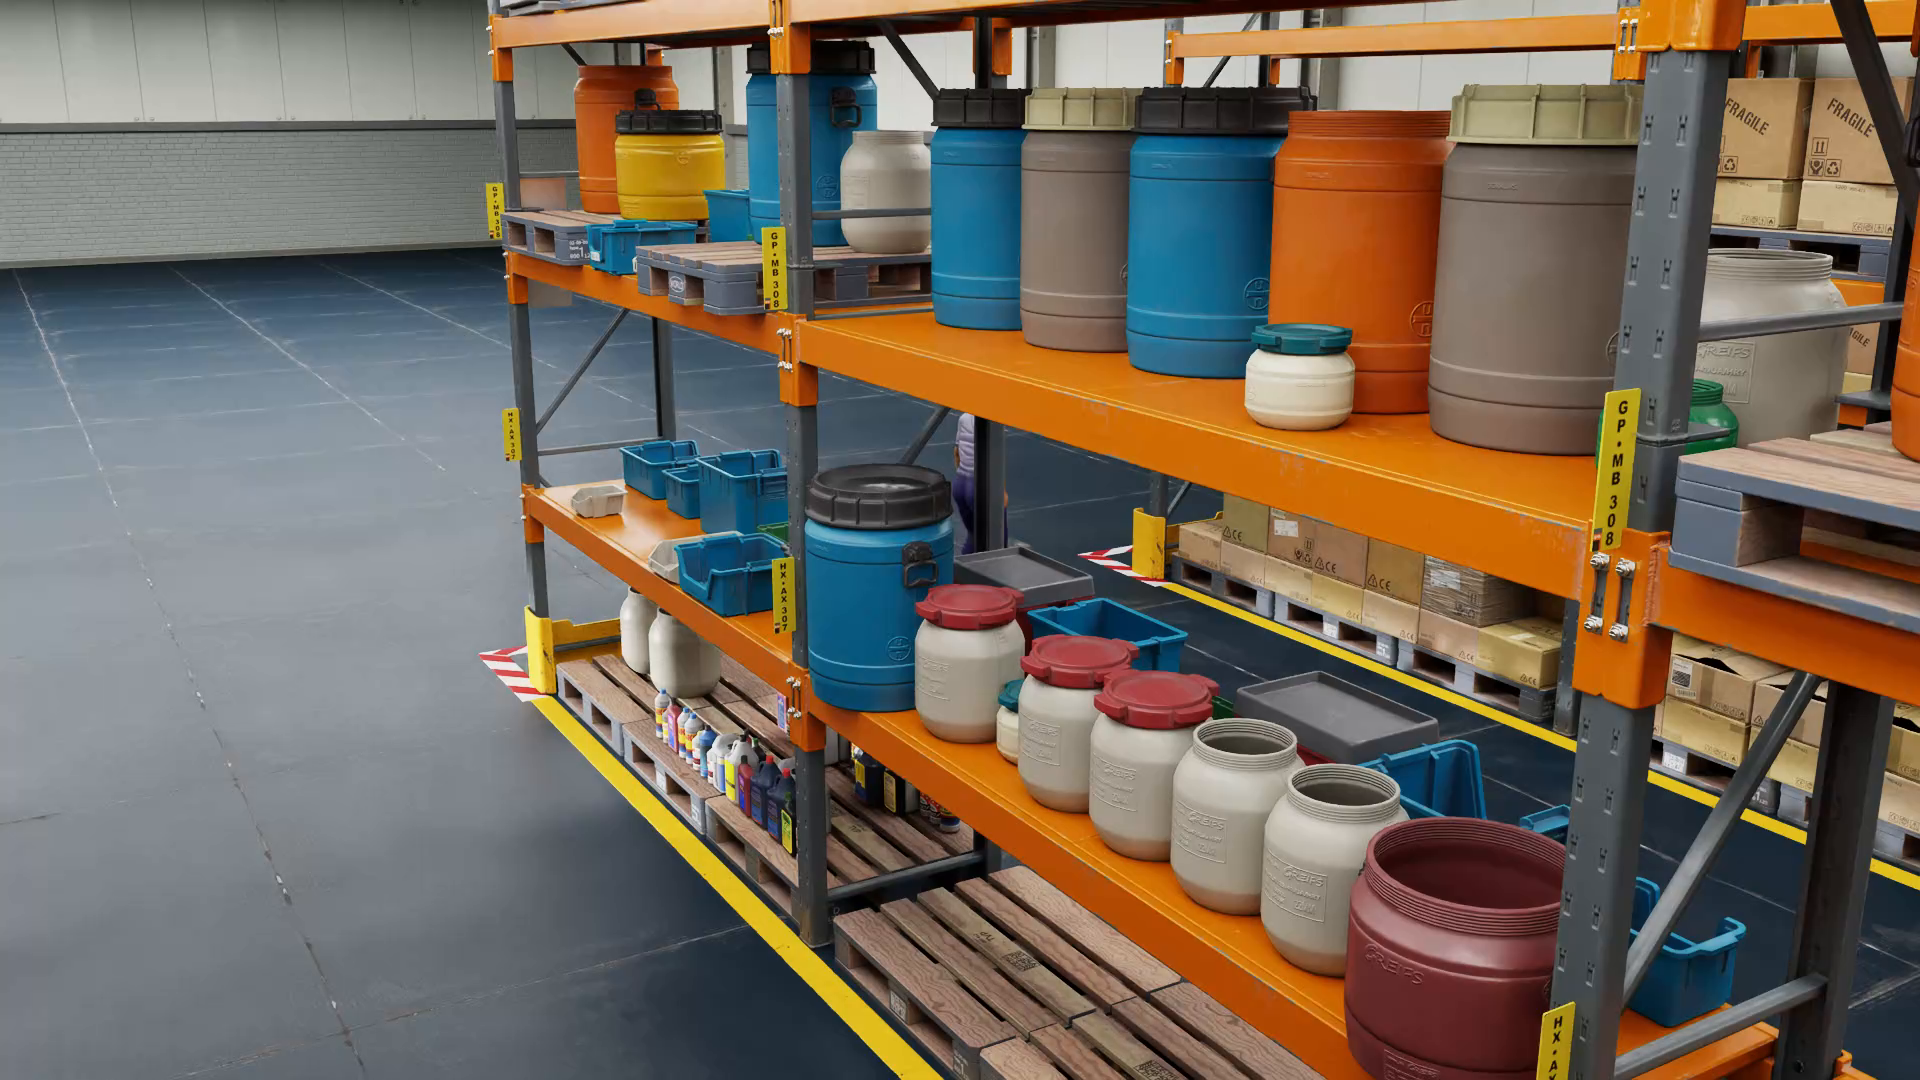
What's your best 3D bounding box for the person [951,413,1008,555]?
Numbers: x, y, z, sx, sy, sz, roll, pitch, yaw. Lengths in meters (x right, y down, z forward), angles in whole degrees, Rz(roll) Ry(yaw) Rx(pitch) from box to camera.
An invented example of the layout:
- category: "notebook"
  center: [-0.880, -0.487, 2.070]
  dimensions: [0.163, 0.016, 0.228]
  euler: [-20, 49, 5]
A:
- category: "person"
  center: [0.170, -0.367, 12.412]
  dimensions: [0.379, 1.647, 0.561]
  euler: [-10, 18, -33]
